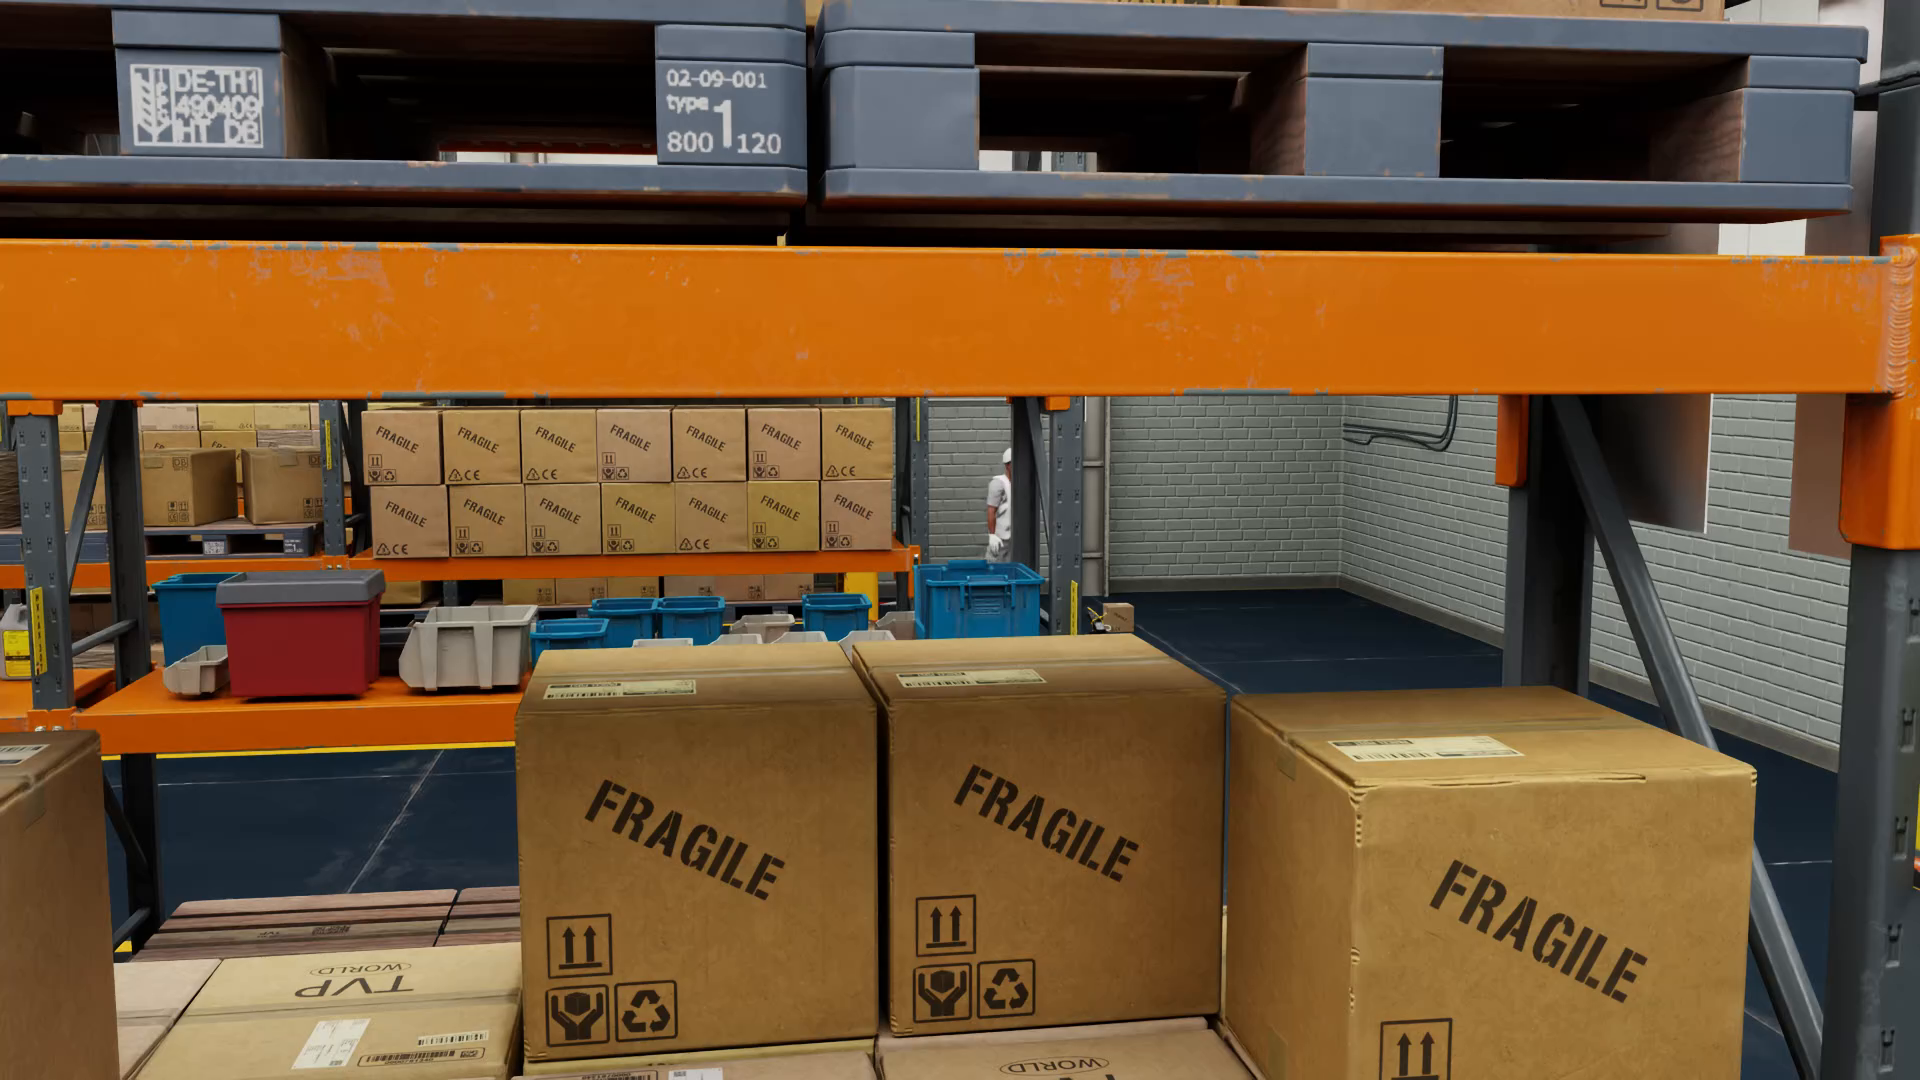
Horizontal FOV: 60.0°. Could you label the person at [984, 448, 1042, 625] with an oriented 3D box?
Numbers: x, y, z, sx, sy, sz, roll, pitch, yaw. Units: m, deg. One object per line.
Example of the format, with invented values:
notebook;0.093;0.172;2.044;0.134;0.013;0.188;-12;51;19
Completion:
person;0.445;-0.036;16.472;0.566;1.767;0.926;-6;8;-41
